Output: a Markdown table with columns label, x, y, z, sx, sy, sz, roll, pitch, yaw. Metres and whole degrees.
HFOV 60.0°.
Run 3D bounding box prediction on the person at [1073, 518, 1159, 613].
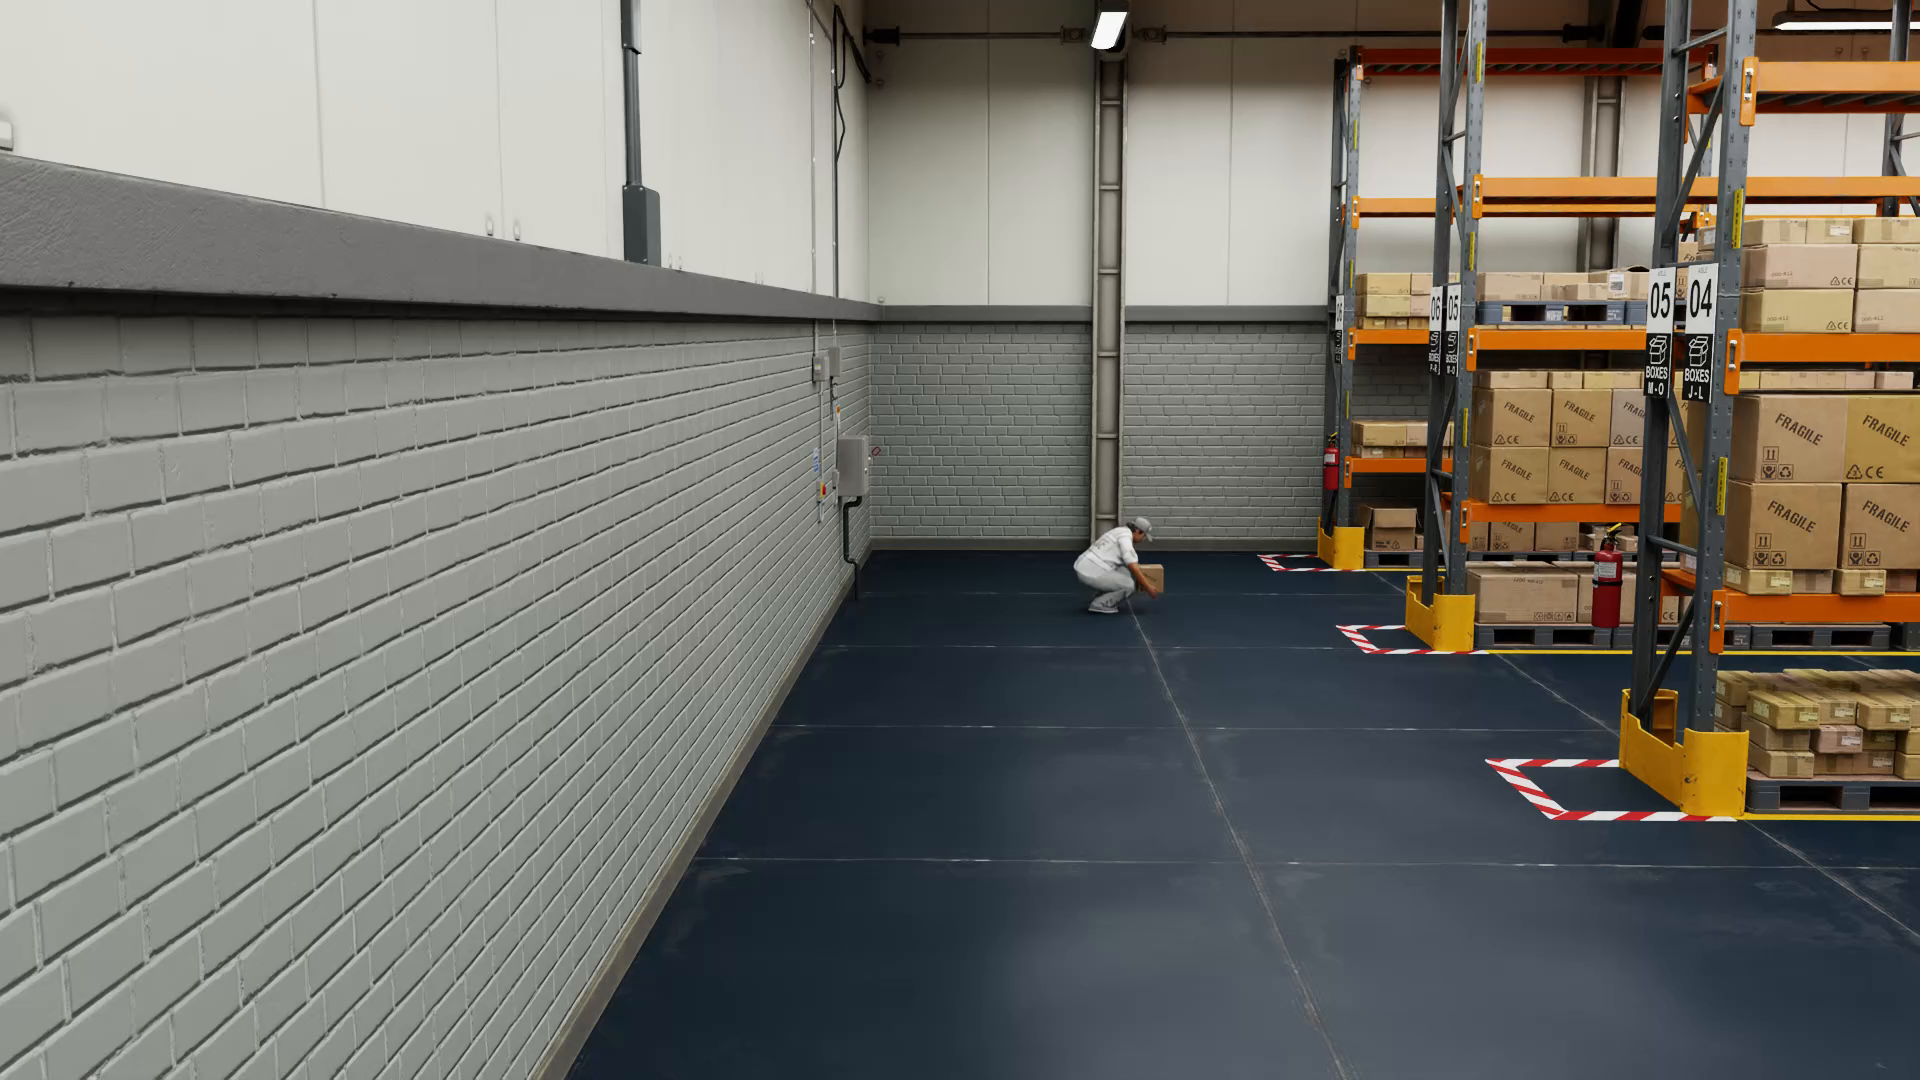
| label | x | y | z | sx | sy | sz | roll | pitch | yaw |
| --- | --- | --- | --- | --- | --- | --- | --- | --- | --- |
| person | 1.568 | 0.251 | 16.709 | 0.849 | 0.945 | 0.526 | 0 | 7 | 1 |
